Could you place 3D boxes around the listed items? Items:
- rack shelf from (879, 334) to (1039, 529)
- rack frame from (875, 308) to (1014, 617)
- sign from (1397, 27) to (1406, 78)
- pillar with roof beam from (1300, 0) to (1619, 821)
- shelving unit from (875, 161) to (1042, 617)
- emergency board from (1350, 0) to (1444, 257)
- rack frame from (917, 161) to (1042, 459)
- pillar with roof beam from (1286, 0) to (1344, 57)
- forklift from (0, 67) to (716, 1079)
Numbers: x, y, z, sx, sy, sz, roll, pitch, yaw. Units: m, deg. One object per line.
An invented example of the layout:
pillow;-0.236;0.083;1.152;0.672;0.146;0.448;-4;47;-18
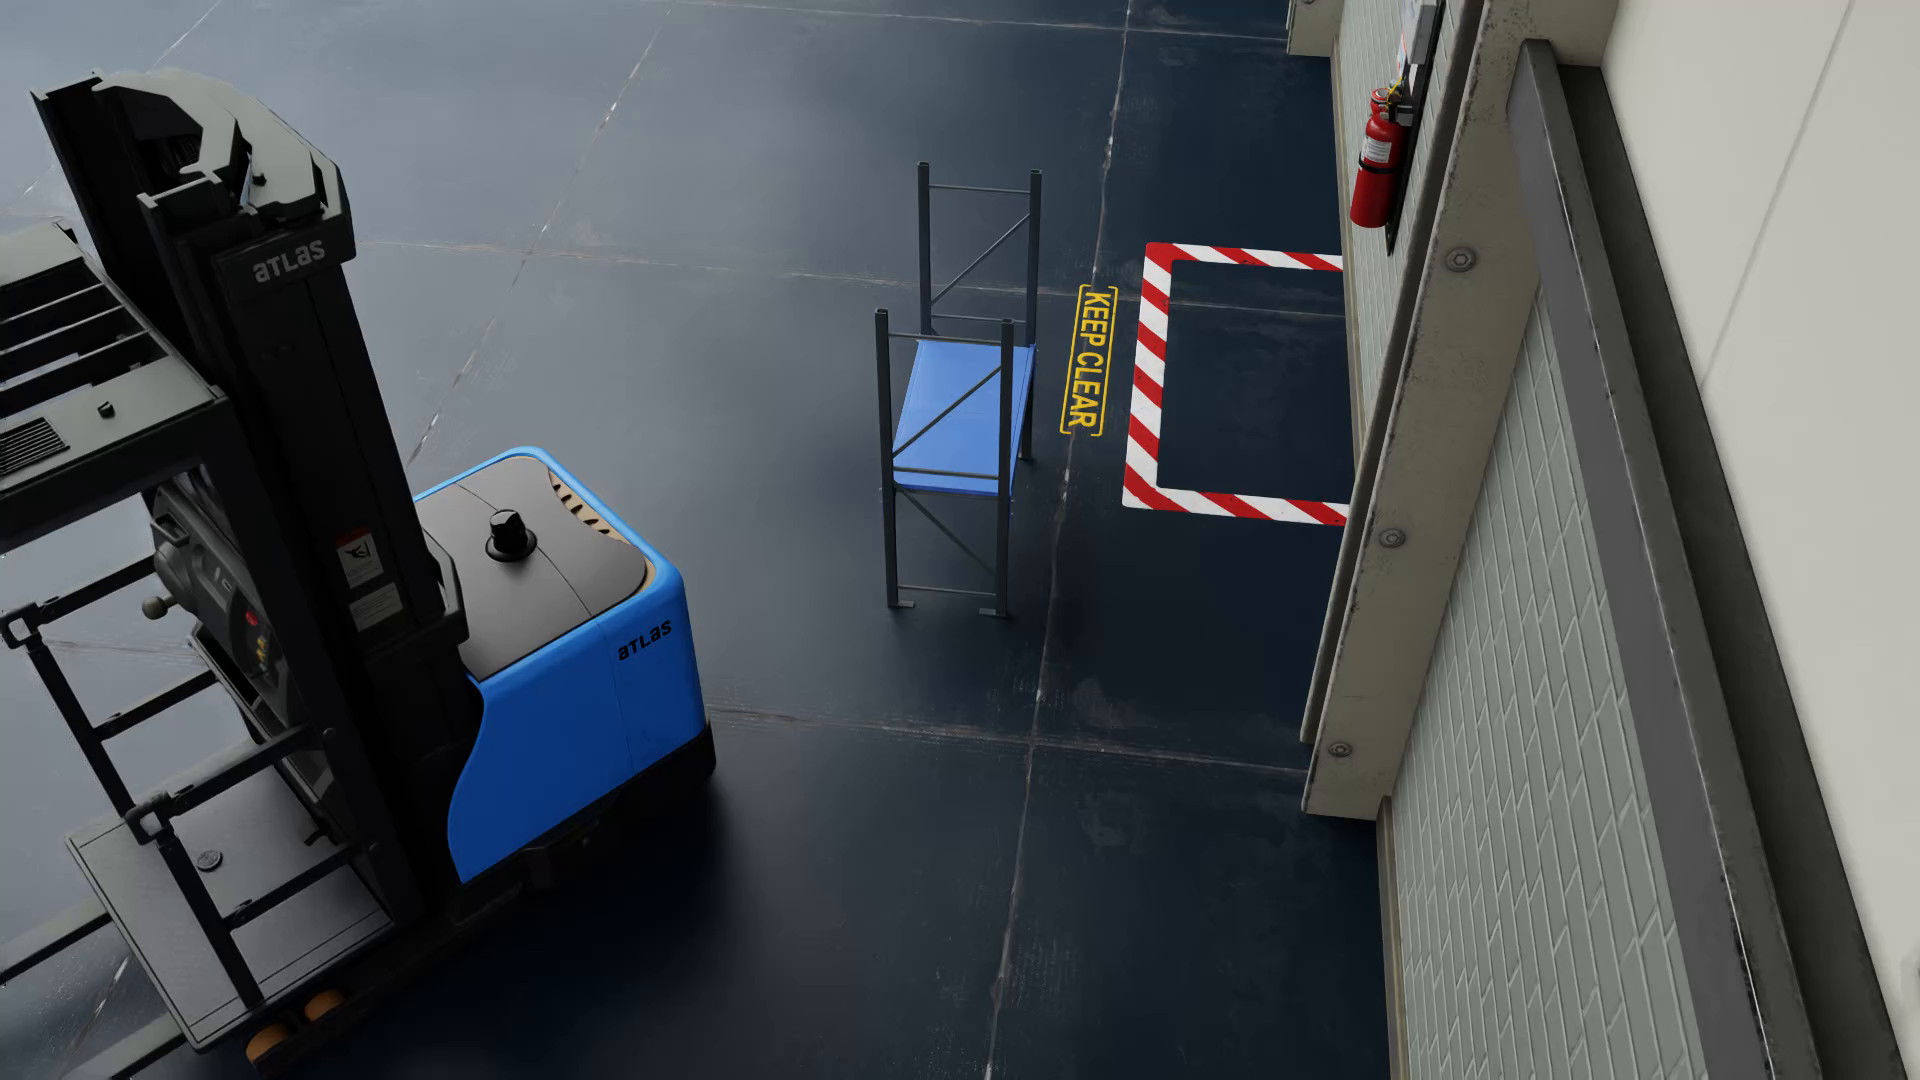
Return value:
rack shelf;0.011;-0.472;6.942;0.538;0.185;1.000;5;44;6
rack frame;-0.056;-0.256;6.452;0.500;1.500;0.032;5;44;6
sign;1.994;-2.256;7.447;0.001;0.329;0.234;5;44;6
pillar with roof beam;-2.813;-2.764;3.647;9.100;9.000;0.400;5;44;6
shelving unit;0.011;-0.603;6.818;0.538;1.500;1.048;5;44;6
emergency board;1.818;-1.875;7.071;0.194;1.169;0.643;5;44;6
rack frame;0.078;-0.949;7.184;0.500;1.500;0.032;5;44;6
pillar with roof beam;-2.020;-6.853;7.965;9.100;9.000;0.400;5;44;6
forklift;-2.352;0.268;4.857;3.031;2.935;1.130;-32;52;-29
